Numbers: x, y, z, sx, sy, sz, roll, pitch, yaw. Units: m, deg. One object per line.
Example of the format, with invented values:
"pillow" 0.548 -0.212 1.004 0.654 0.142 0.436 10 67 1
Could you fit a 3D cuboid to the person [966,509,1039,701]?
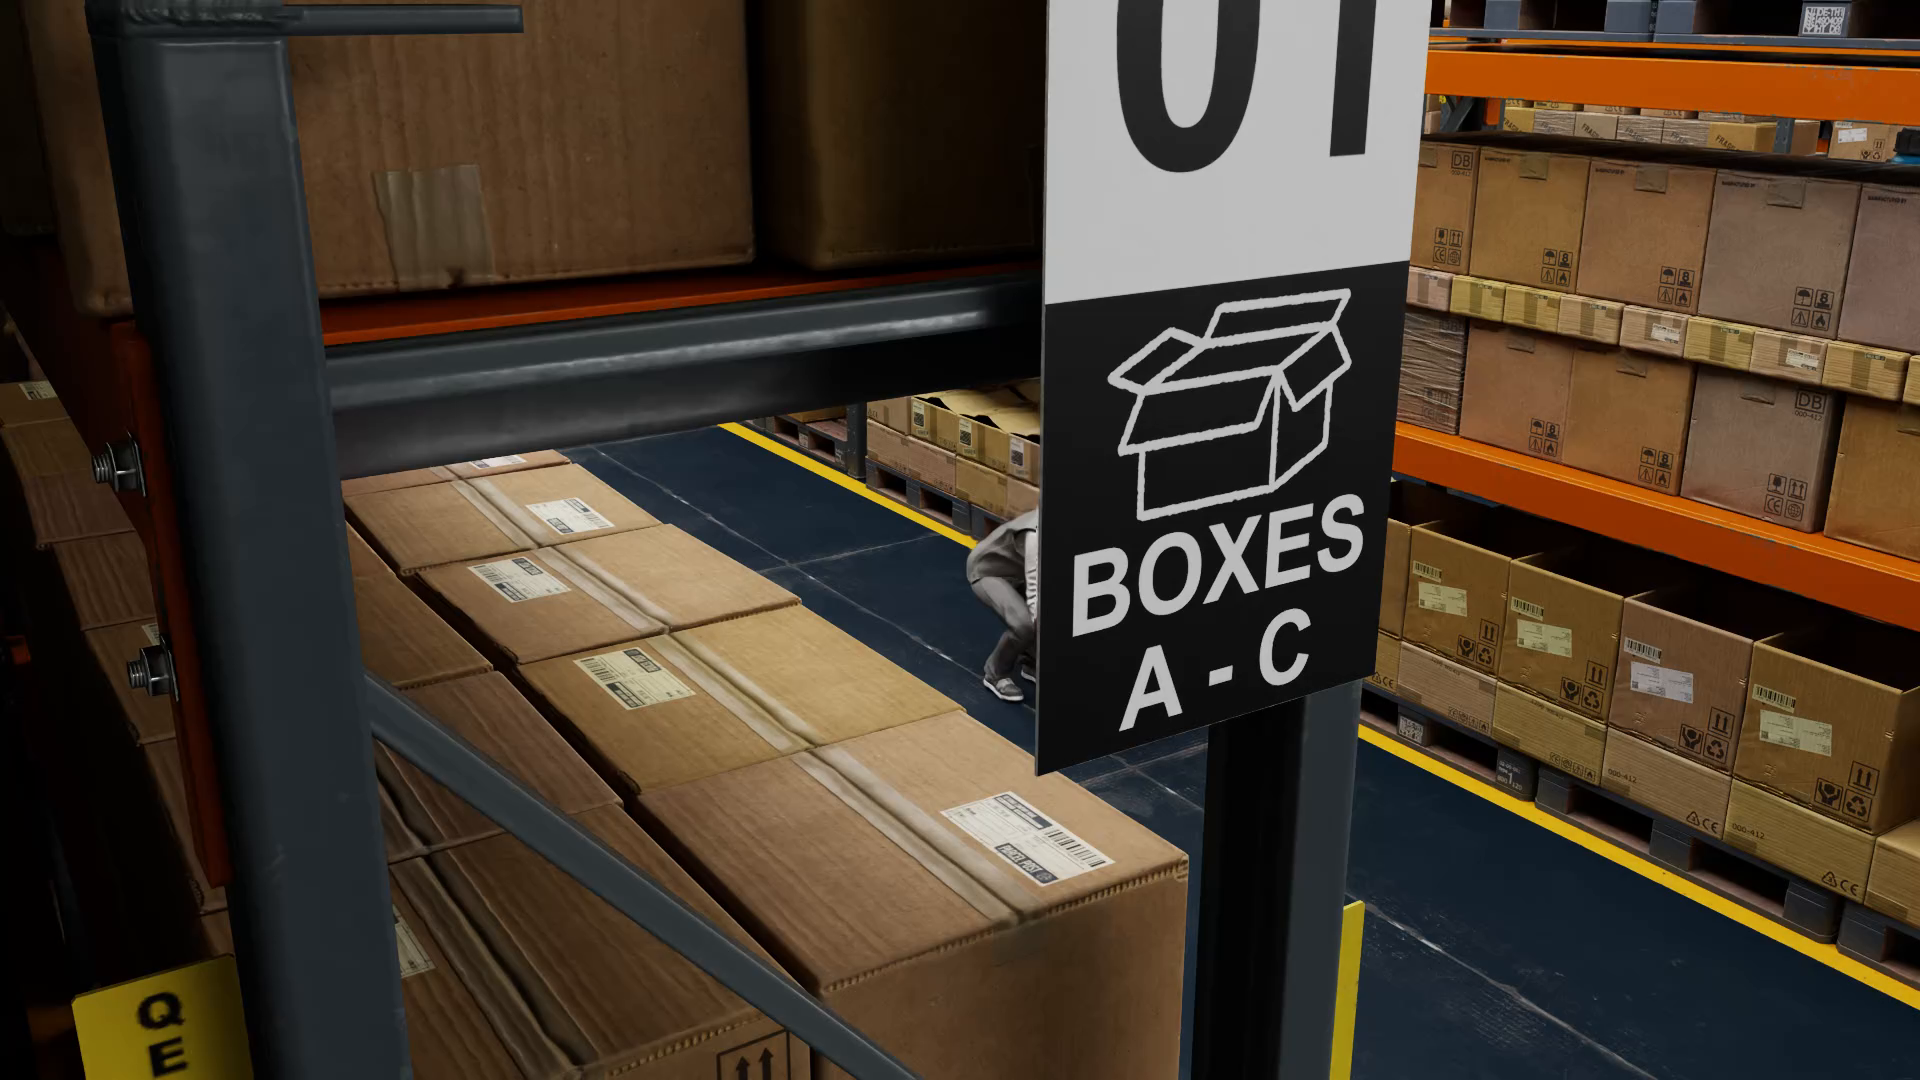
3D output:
"person" 0.355 0.223 7.360 0.453 0.997 0.765 -12 22 -32
